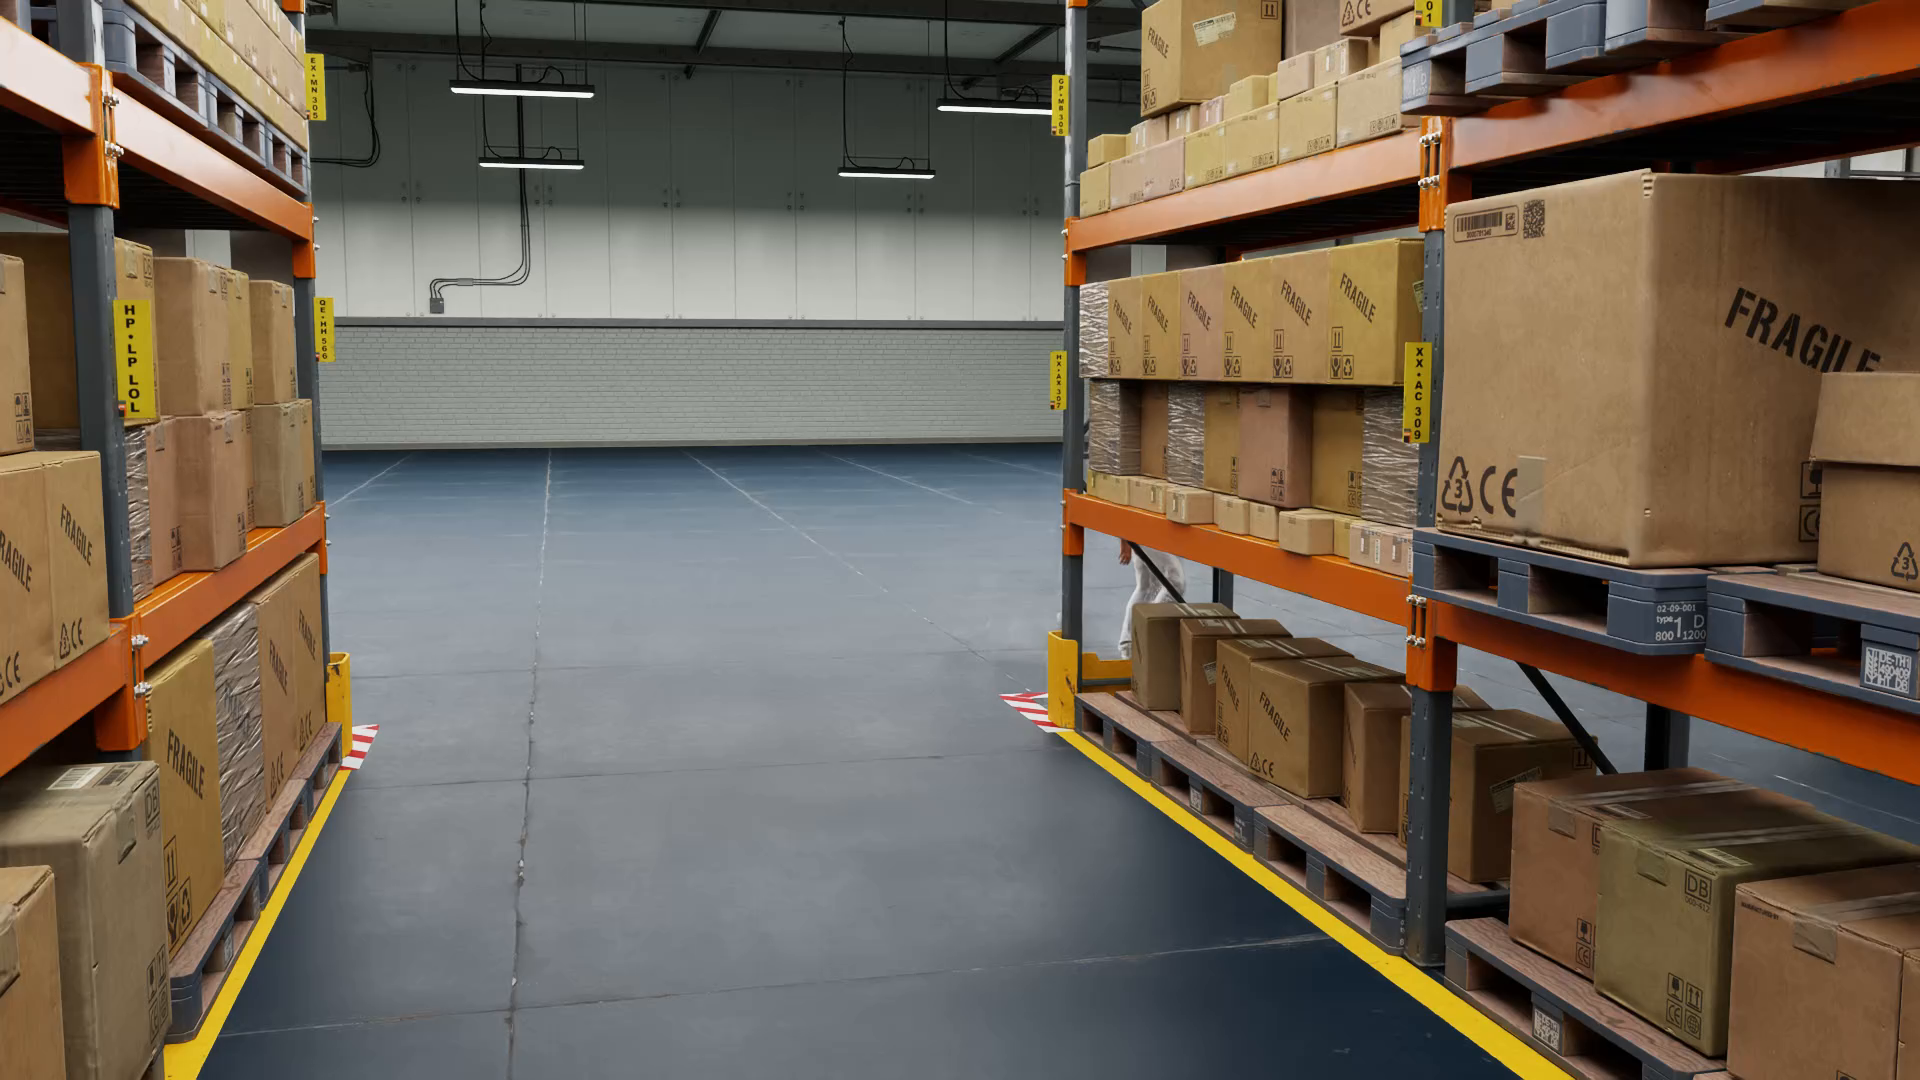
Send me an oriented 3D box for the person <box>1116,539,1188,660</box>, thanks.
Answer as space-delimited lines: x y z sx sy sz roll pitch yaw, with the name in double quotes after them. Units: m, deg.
1.402 -0.030 11.136 0.702 1.777 0.629 1 6 12 "person"
